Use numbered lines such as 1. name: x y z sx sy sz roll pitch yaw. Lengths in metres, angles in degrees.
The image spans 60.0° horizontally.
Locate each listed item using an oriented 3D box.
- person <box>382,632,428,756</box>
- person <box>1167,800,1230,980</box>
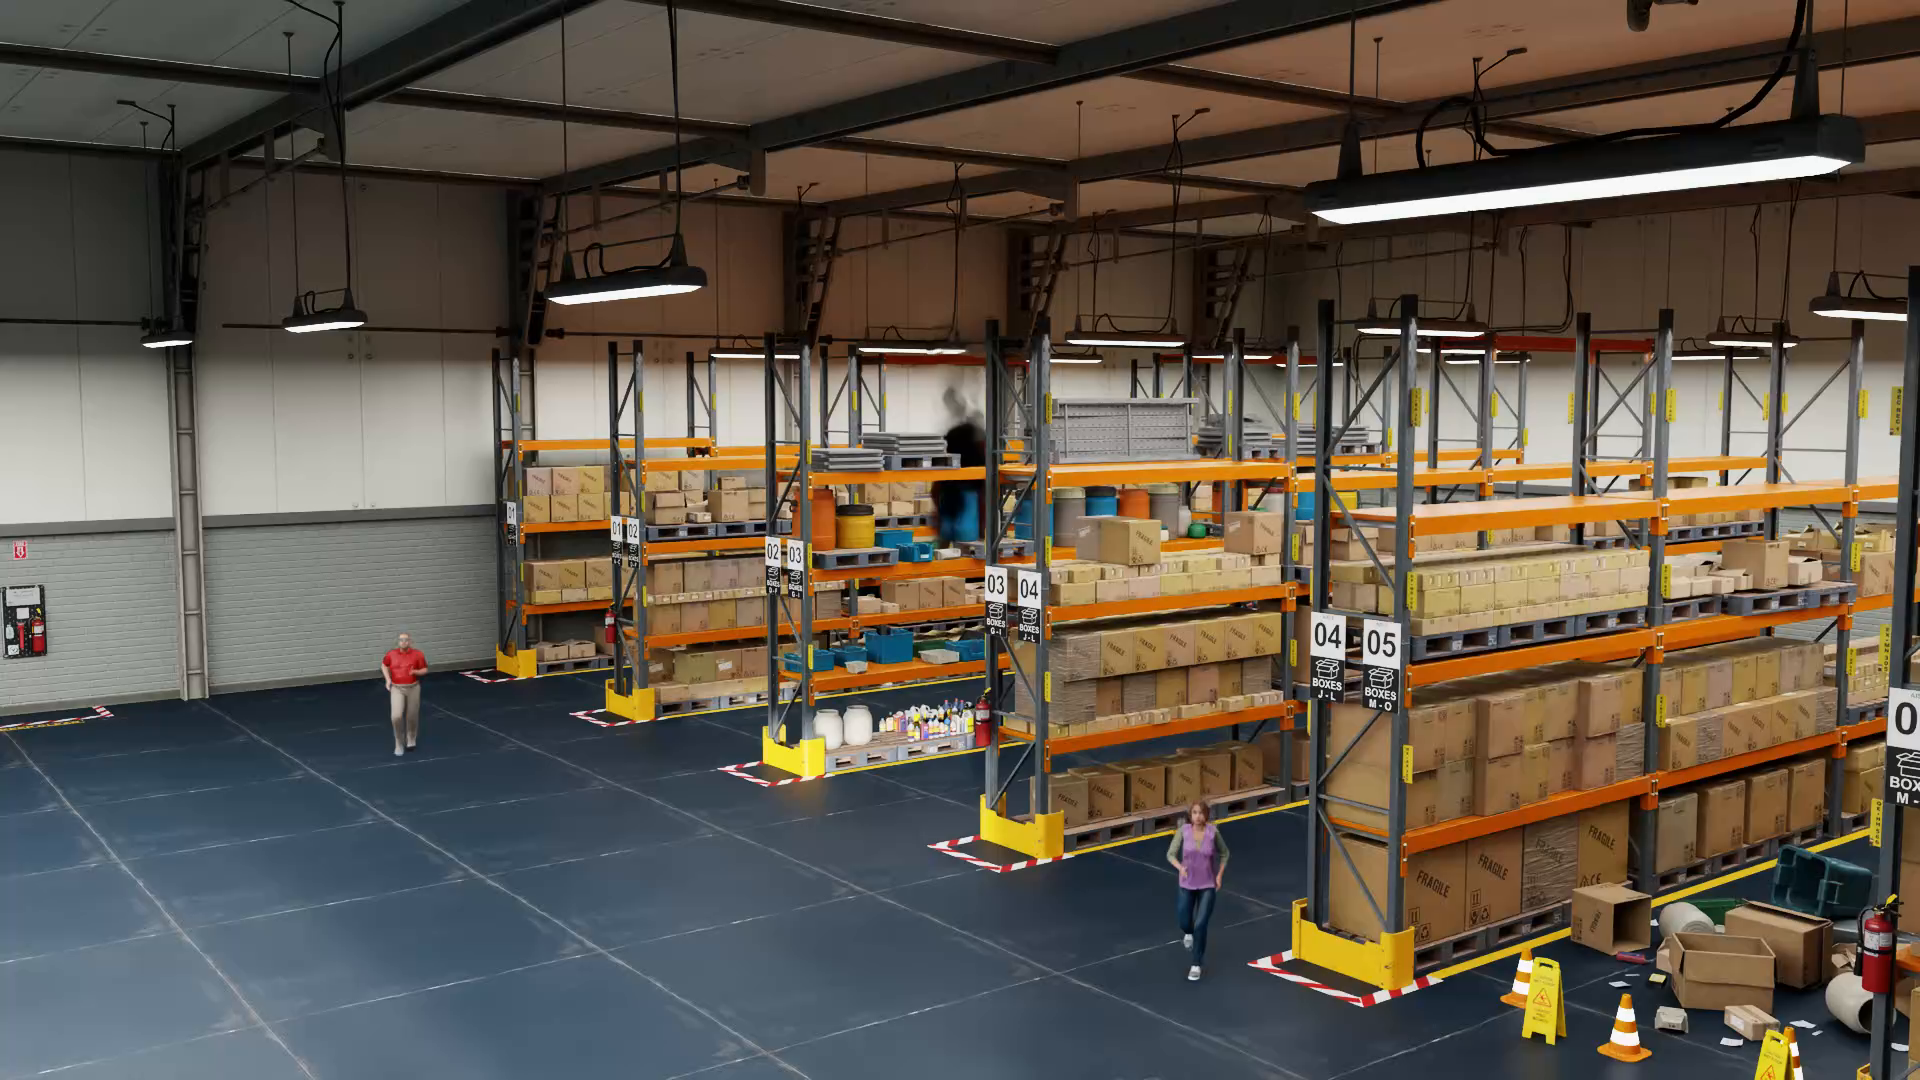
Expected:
1. person: -7.976 2.225 23.903 0.639 1.790 0.719 -2 5 -17
2. person: 2.124 3.082 14.858 0.558 1.563 0.673 1 5 9
